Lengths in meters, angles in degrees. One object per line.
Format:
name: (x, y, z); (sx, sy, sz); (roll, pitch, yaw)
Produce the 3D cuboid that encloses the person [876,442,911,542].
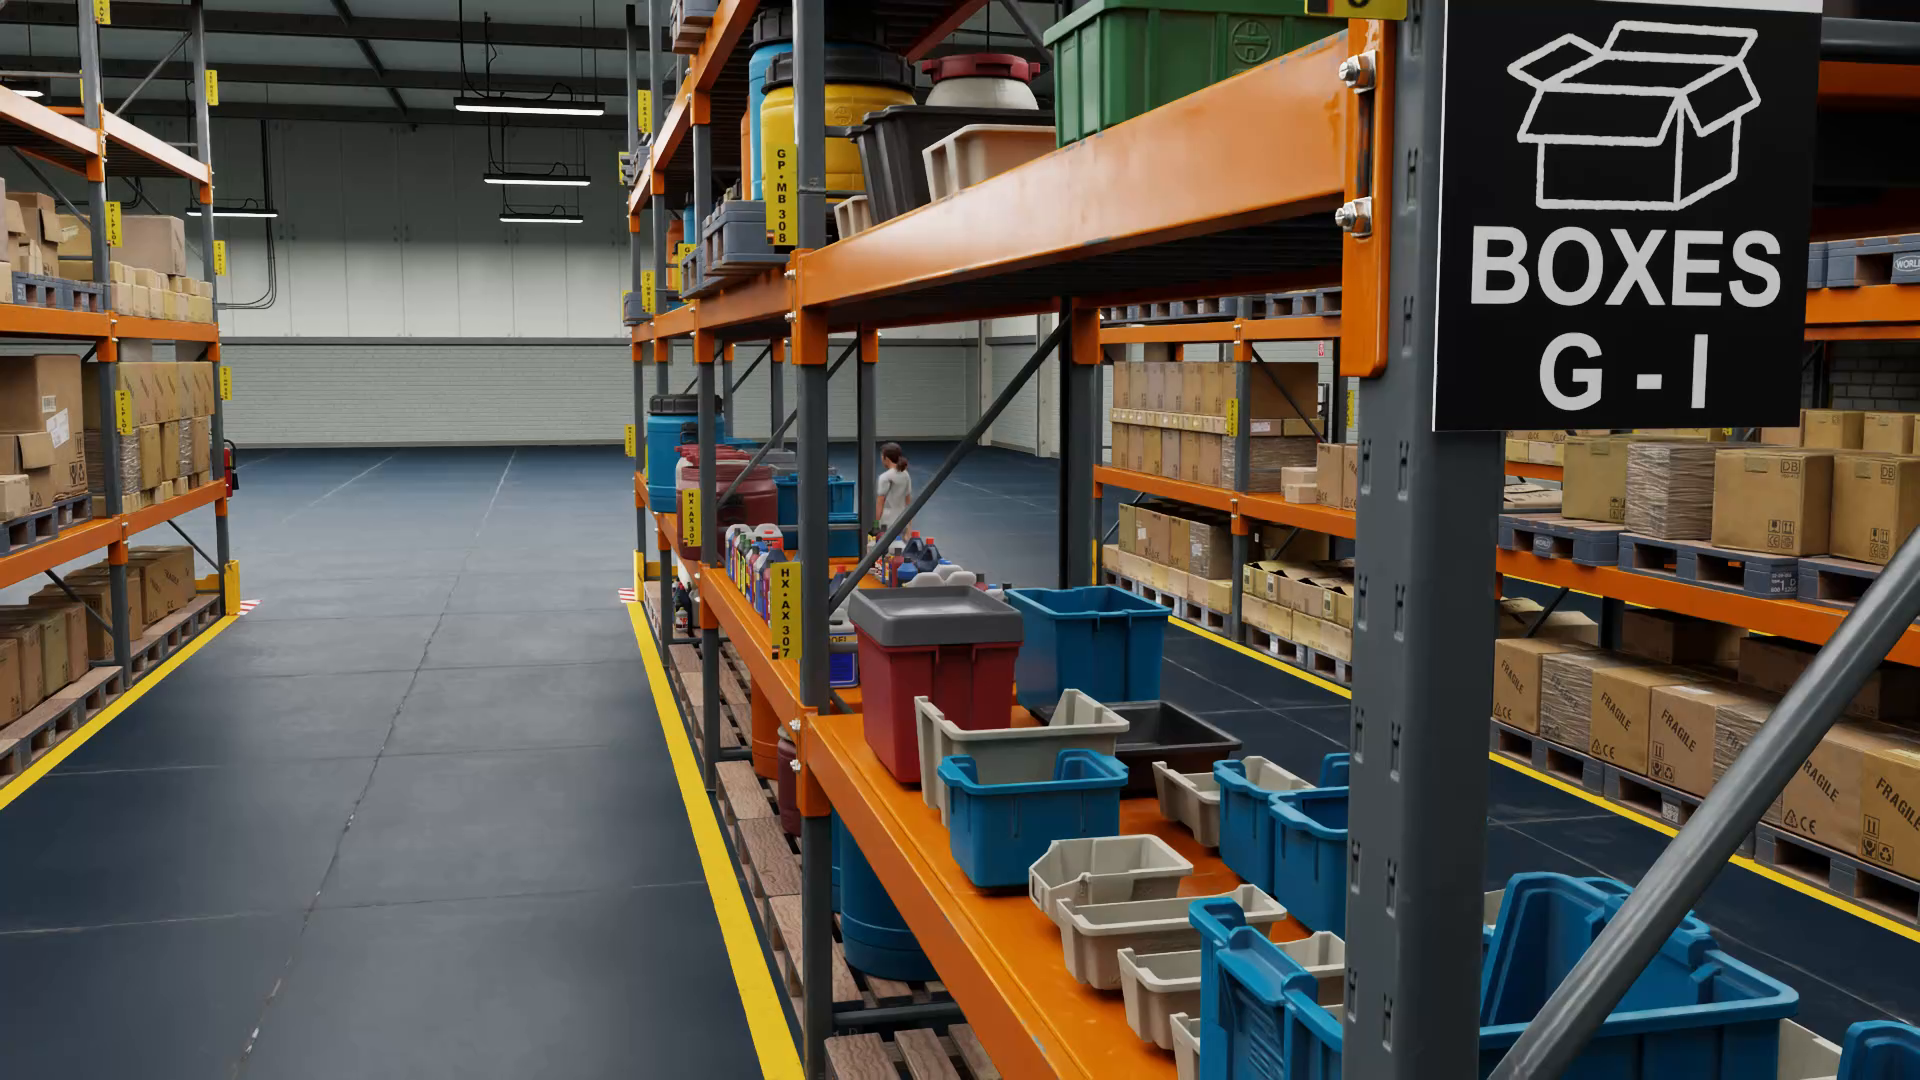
person: (-0.686, -0.129, 16.297); (0.668, 1.663, 0.481); (5, 8, 36)
